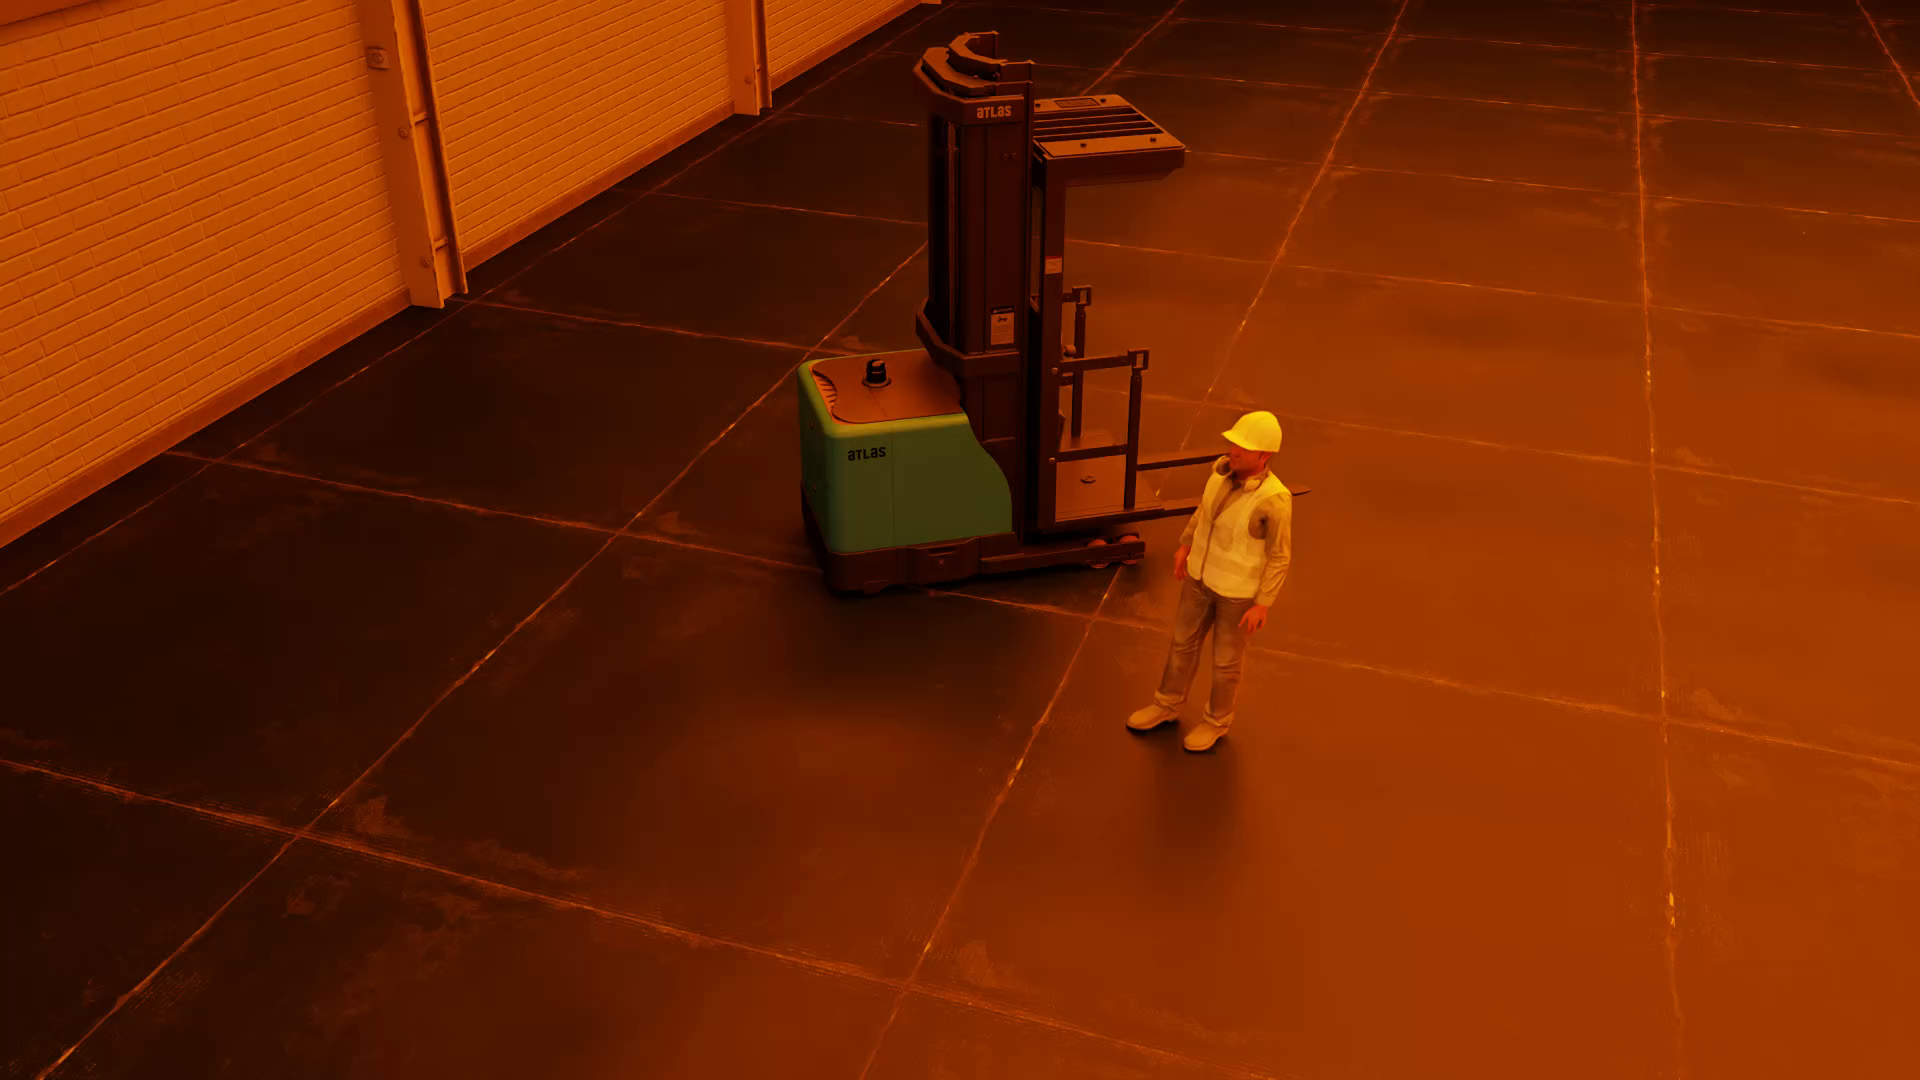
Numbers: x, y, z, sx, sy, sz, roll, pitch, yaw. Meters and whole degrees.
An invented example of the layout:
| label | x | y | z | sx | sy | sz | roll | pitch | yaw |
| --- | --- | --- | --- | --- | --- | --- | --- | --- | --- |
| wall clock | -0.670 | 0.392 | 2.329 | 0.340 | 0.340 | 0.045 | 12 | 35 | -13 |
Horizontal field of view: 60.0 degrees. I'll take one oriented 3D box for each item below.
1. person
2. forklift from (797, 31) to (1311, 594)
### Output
| label | x | y | z | sx | sy | sz | roll | pitch | yaw |
| --- | --- | --- | --- | --- | --- | --- | --- | --- | --- |
| person | 1.217 | 0.212 | 7.923 | 0.567 | 1.777 | 0.636 | -18 | 34 | -28 |
| forklift | 0.604 | -1.352 | 9.509 | 3.031 | 2.935 | 1.130 | -7 | 31 | -13 |
